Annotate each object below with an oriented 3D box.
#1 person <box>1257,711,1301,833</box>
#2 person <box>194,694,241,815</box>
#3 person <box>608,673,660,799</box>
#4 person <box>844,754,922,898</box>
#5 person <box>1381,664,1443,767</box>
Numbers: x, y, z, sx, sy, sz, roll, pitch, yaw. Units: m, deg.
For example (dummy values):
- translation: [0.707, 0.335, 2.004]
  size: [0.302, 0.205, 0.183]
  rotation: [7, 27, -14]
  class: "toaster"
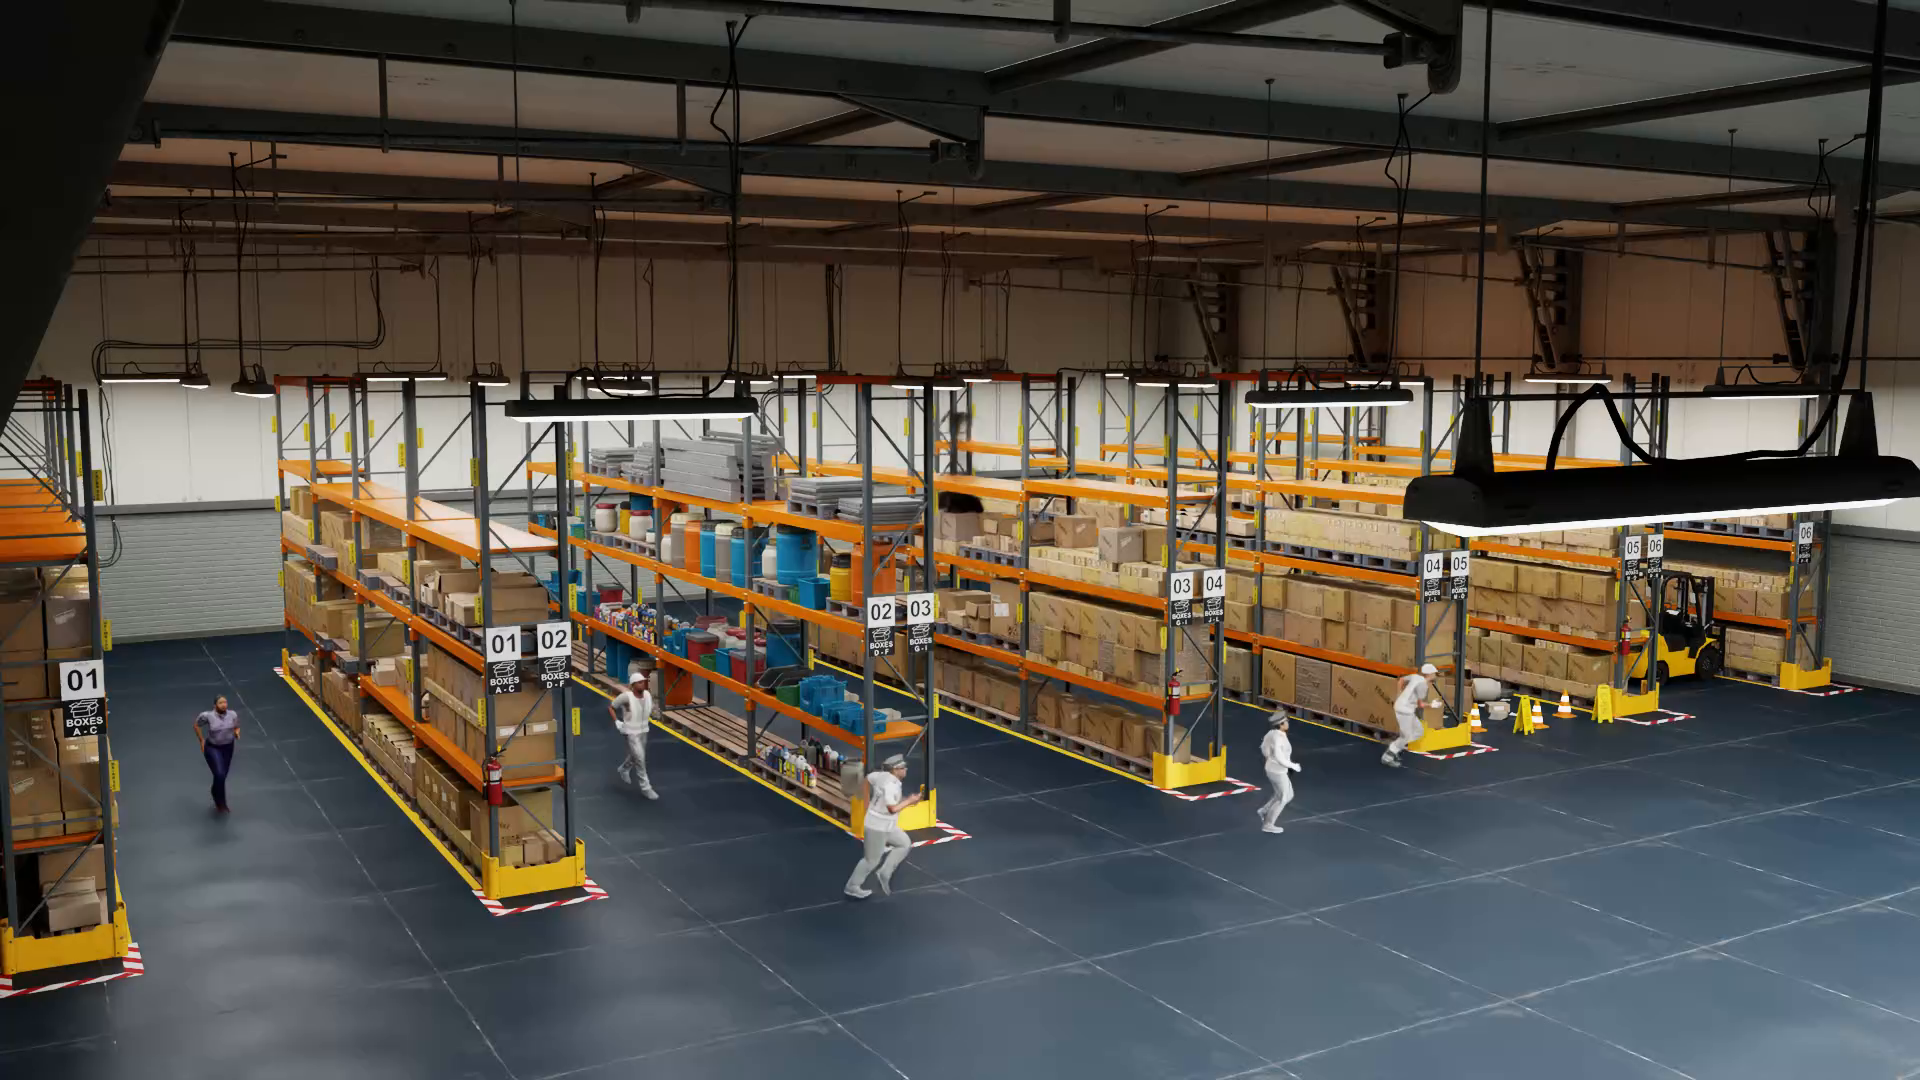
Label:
- translation: [4.252, 3.090, 22.129]
  size: [0.537, 1.659, 0.619]
  rotation: [0, 6, 1]
  class: "person"
- translation: [-10.388, 2.989, 23.342]
  size: [0.864, 1.702, 0.536]
  rotation: [5, 8, 38]
  class: "person"
- translation: [-4.722, 2.801, 24.110]
  size: [1.012, 1.788, 0.673]
  rotation: [5, 8, 38]
  class: "person"
- translation: [-0.900, 3.345, 19.424]
  size: [0.910, 1.718, 0.644]
  rotation: [0, 6, 0]
  class: "person"
- translation: [7.012, 2.703, 25.832]
  size: [0.889, 1.605, 0.700]
  rotation: [1, 6, 5]
  class: "person"
